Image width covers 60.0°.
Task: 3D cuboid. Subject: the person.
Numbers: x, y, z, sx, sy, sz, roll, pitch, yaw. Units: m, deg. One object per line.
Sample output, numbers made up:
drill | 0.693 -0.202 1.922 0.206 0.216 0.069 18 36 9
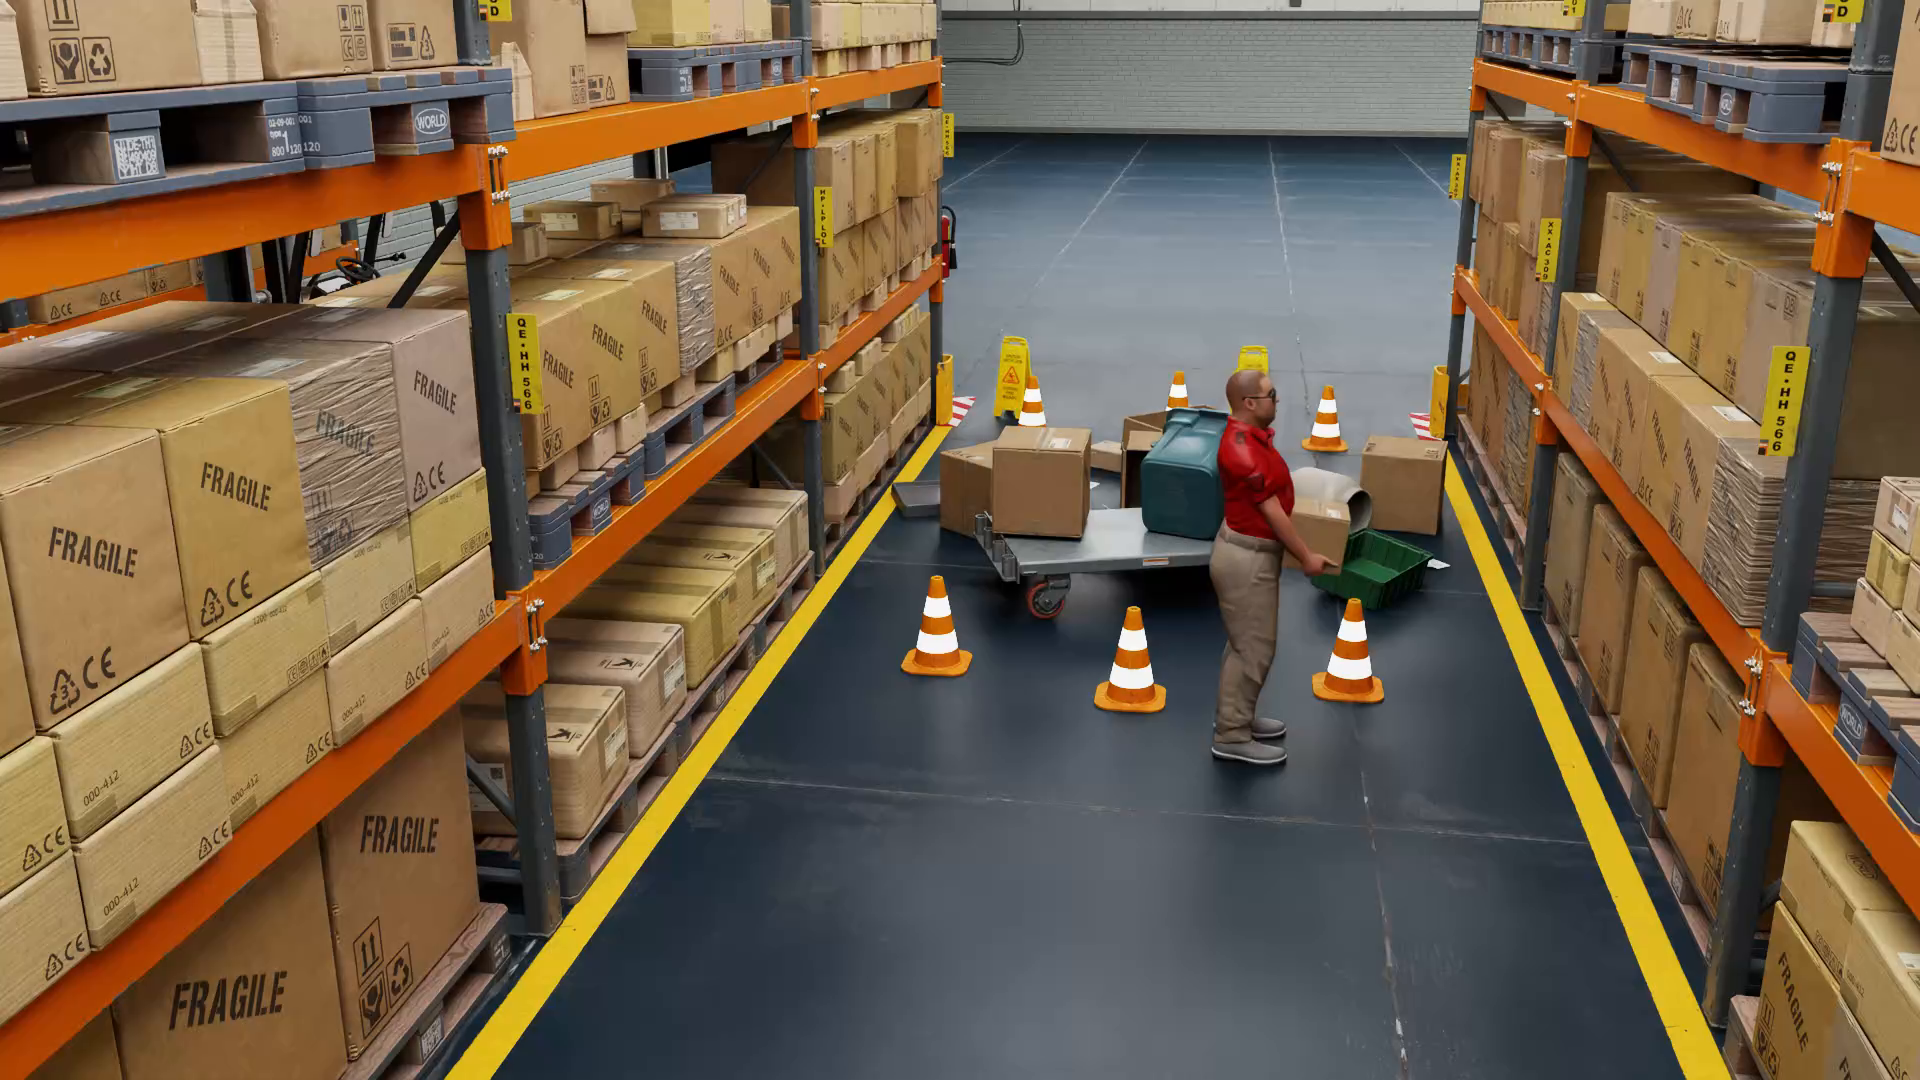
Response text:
person | 1.362 0.109 7.258 0.539 1.721 0.492 3 18 9
